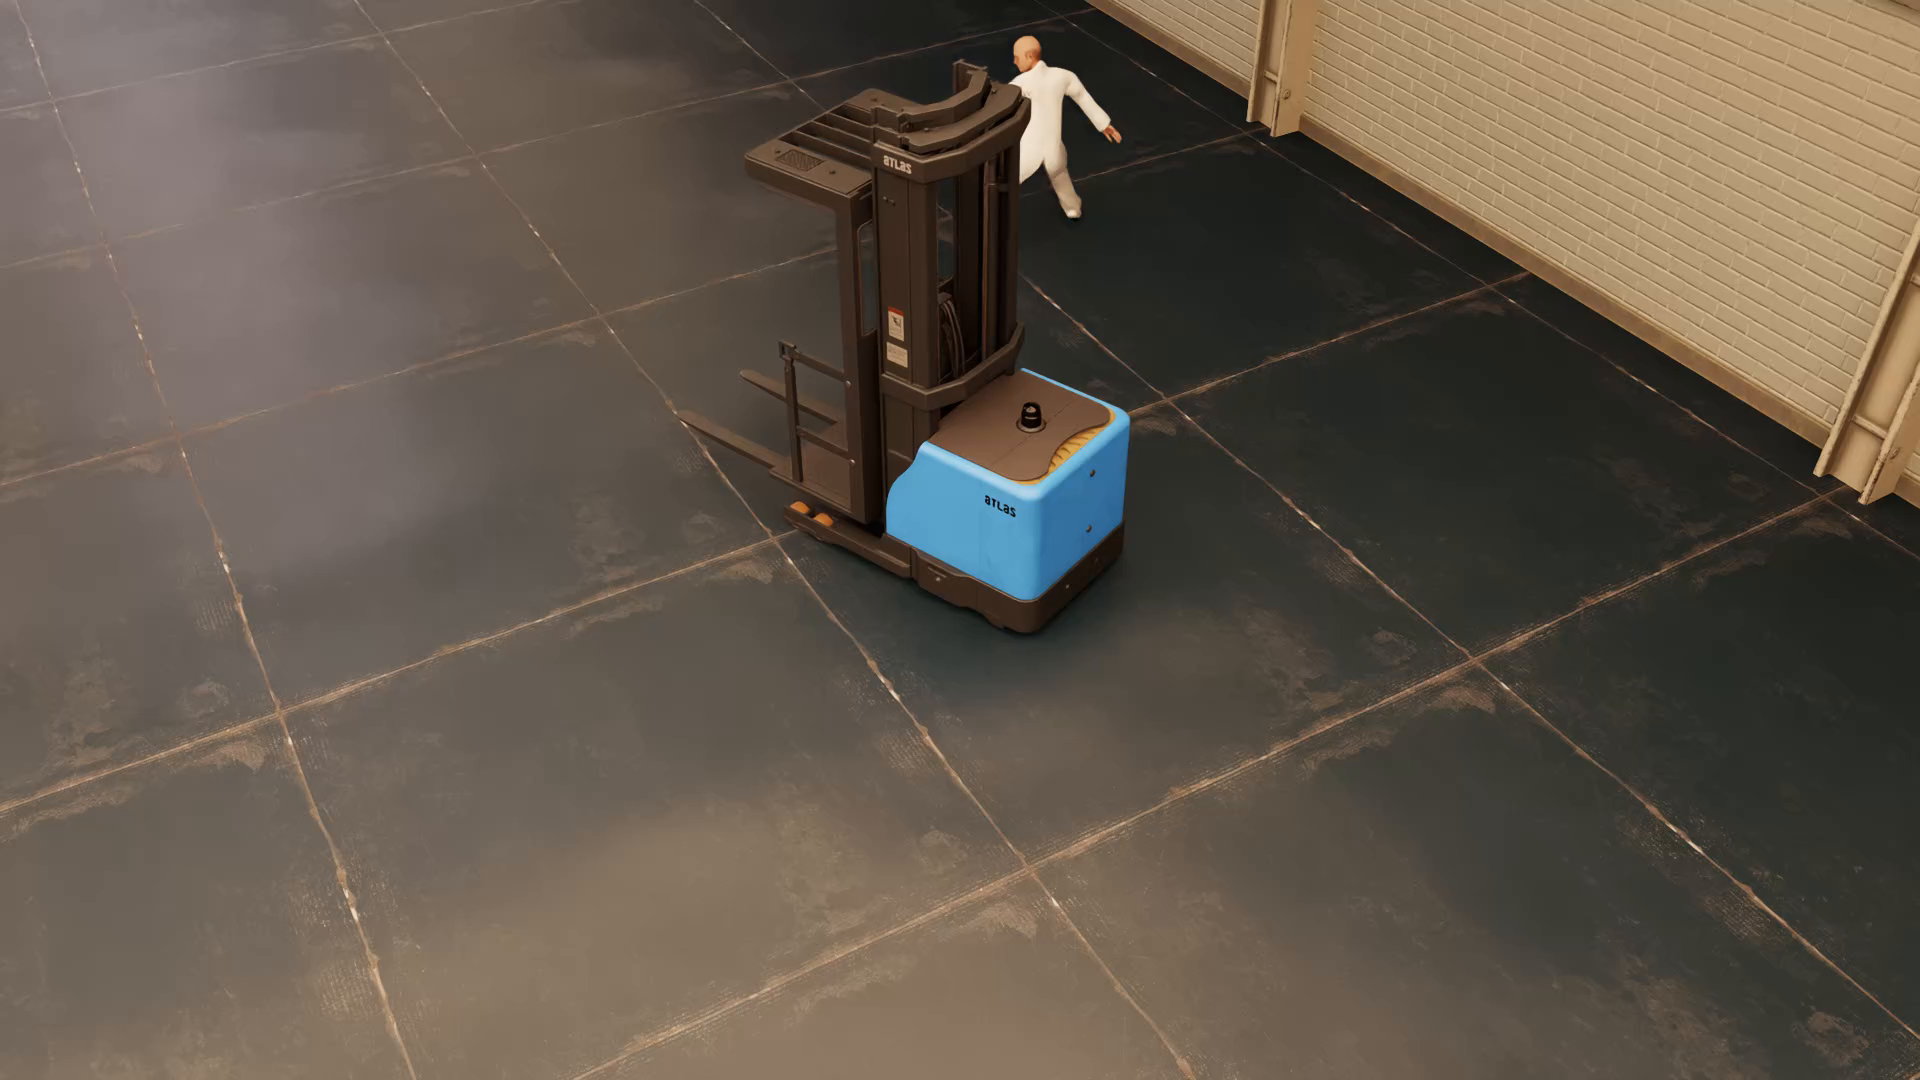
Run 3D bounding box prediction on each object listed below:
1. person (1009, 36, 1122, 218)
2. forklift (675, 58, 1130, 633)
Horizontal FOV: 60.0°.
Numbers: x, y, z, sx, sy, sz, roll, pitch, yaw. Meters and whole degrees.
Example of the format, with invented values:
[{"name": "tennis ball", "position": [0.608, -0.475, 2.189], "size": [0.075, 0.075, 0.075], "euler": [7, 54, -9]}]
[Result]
[{"name": "person", "position": [0.607, -3.082, 12.731], "size": [1.156, 1.545, 0.592], "euler": [-18, 43, -20]}, {"name": "forklift", "position": [-0.481, -1.366, 9.683], "size": [3.031, 2.935, 1.130], "euler": [26, 46, 28]}]
